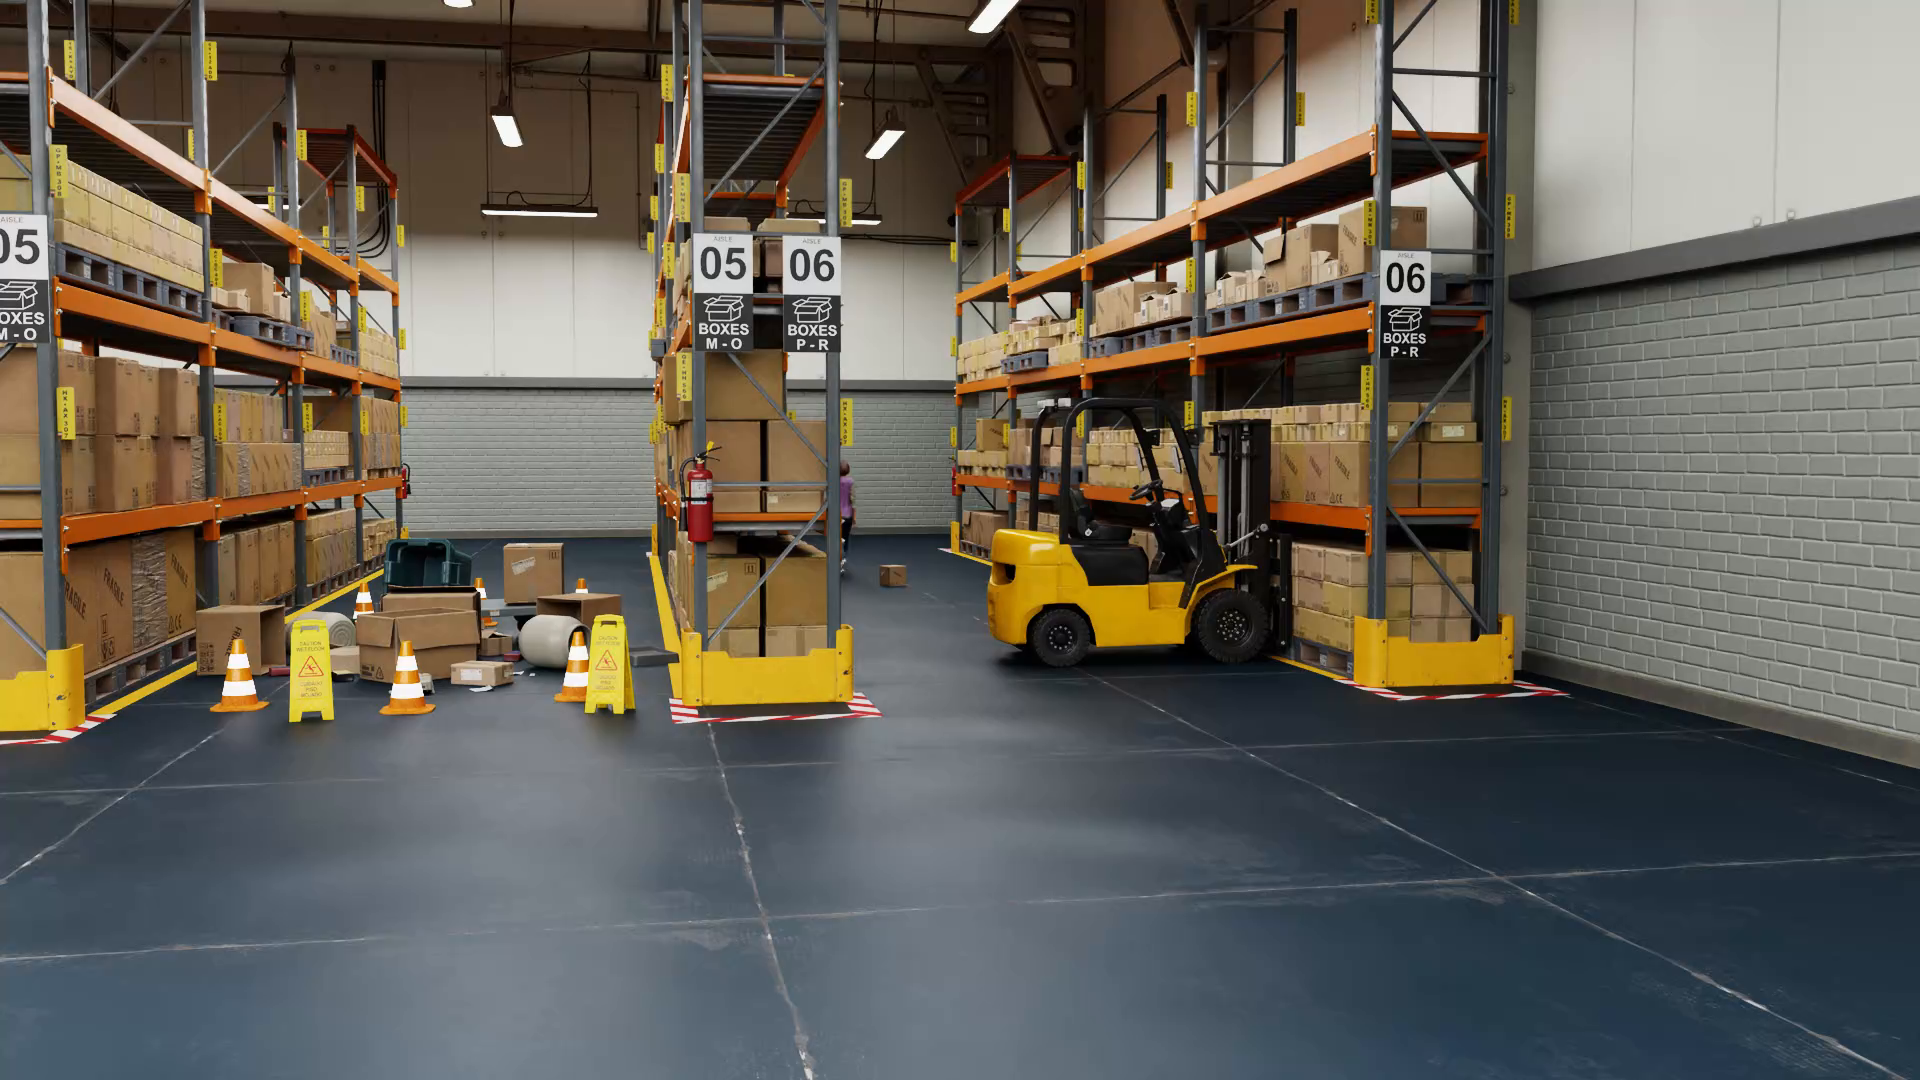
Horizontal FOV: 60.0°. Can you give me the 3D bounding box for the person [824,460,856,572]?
[{"bbox_3d":[-1.646,-0.321,22.847,0.430,1.556,0.867,-1,3,-15],"label":"person"}]
